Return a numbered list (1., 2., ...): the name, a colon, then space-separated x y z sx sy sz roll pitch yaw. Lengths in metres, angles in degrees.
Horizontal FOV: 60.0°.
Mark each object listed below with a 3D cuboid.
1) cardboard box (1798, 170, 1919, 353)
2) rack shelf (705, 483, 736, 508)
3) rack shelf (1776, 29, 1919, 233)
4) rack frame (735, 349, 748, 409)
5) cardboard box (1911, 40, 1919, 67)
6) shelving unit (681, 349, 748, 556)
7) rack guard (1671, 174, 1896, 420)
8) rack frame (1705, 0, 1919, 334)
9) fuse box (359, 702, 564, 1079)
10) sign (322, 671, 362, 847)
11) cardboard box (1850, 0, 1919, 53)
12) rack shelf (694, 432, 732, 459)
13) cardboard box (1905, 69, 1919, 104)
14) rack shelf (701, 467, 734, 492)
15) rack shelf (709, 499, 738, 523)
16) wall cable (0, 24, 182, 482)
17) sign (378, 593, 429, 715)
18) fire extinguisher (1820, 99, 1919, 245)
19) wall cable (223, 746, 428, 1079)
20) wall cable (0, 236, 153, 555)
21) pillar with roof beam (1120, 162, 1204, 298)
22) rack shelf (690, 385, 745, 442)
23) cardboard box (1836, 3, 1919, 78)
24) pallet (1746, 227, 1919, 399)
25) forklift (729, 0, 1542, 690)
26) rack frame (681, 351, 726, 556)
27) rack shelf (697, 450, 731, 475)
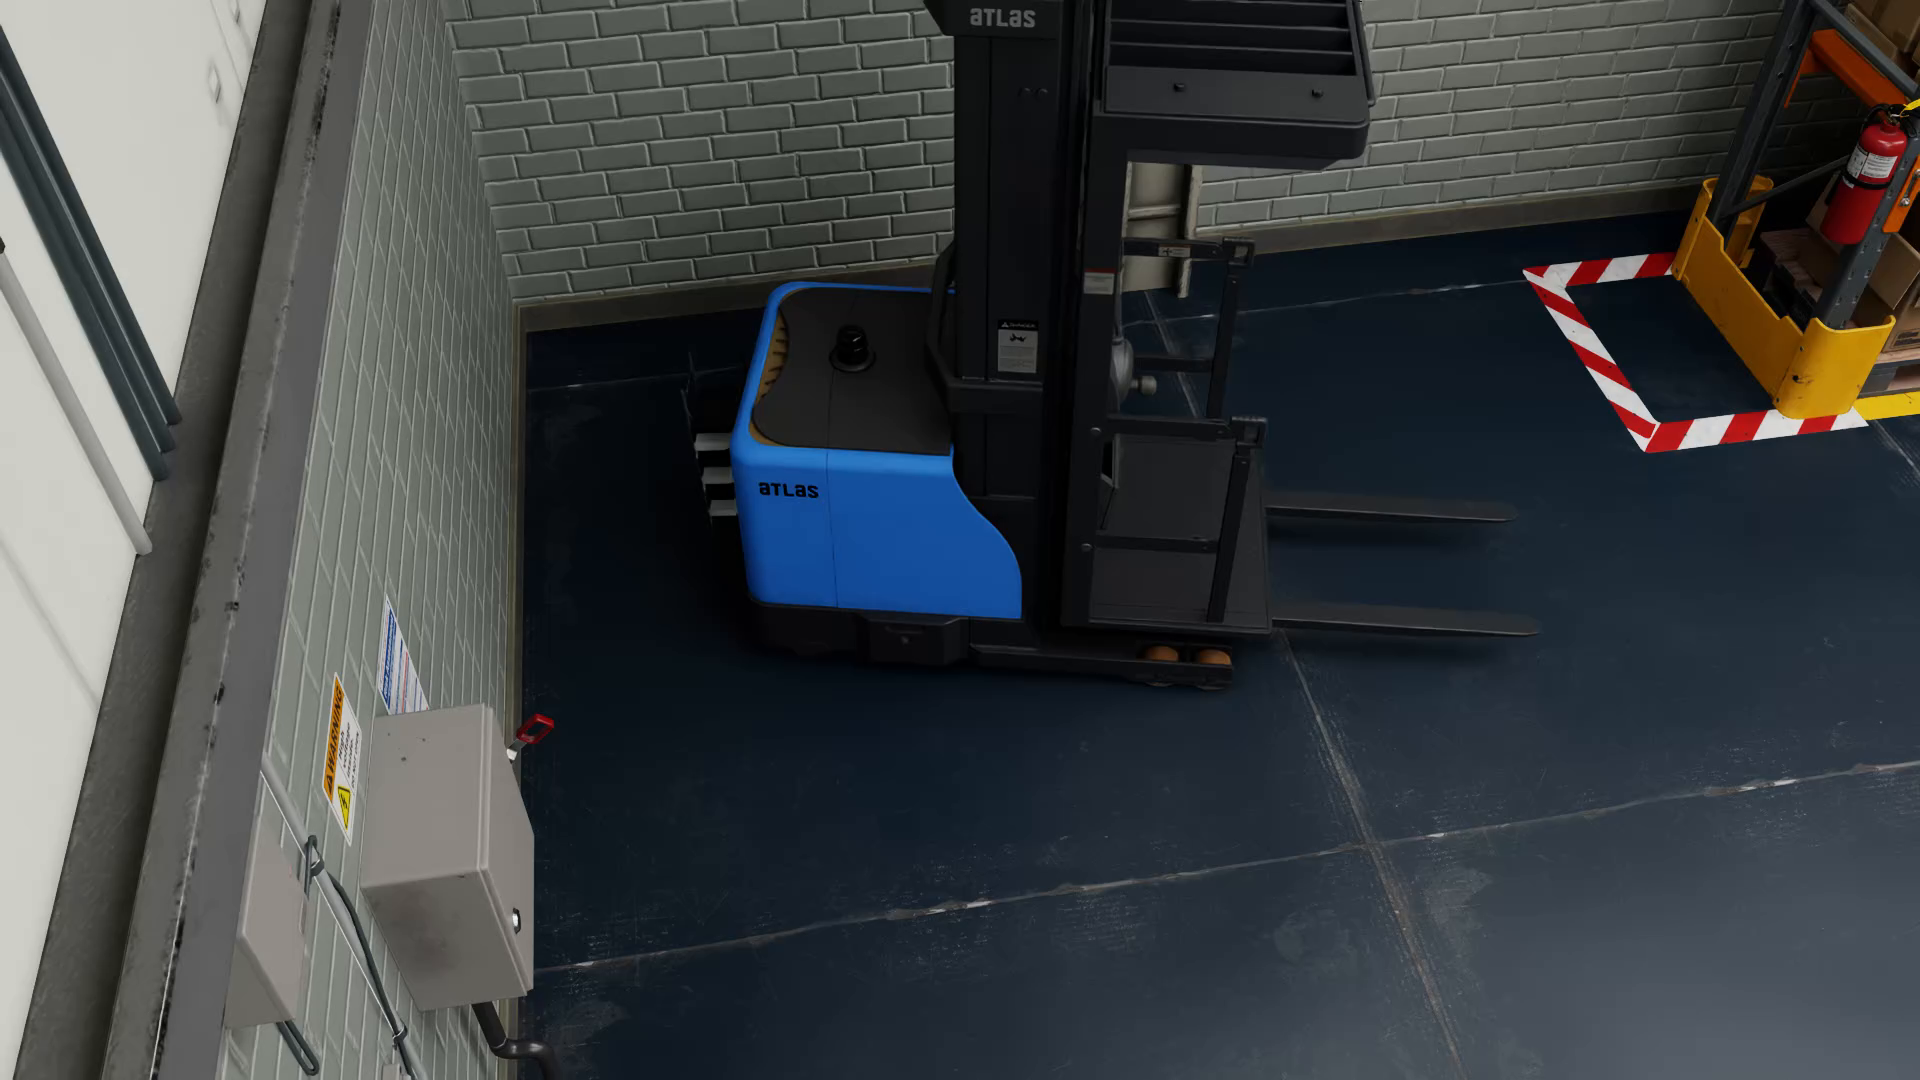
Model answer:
1. cardboard box: 4.318 -1.288 7.543 0.637 0.503 0.797 -9 47 -8
2. rack shelf: -0.912 -0.248 6.721 0.200 0.077 0.258 -2 46 2
3. rack shelf: 5.670 -1.996 7.283 4.000 0.370 1.077 -7 46 -7
4. rack frame: -0.816 -0.336 6.628 0.006 0.900 0.240 -2 46 2
5. cardboard box: 4.192 -1.916 6.604 0.500 0.250 0.500 -7 46 -7
6. shelving unit: -0.918 -0.333 6.632 0.210 0.900 0.258 -2 46 2
7. rack guard: 3.774 -1.143 7.697 0.348 0.500 1.175 -7 46 -7
8. rack frame: 3.699 -2.000 6.788 0.127 3.000 1.000 -7 46 -7
9. fuse box: -1.218 1.169 4.629 0.414 1.711 0.539 -7 46 -7
10. sign: -1.412 0.500 3.805 0.001 0.242 0.339 -7 46 -7
11. cardboard box: 4.107 -2.296 6.970 0.500 0.250 0.500 -6 46 -6
12. rack shelf: -0.925 -0.435 6.527 0.200 0.077 0.258 -2 46 2
13. cardboard box: 4.070 -1.759 6.729 0.250 0.149 0.380 -7 47 -7
14. rack shelf: -0.916 -0.310 6.656 0.200 0.077 0.258 -2 46 2
15. rack shelf: -0.907 -0.185 6.786 0.200 0.077 0.258 -2 46 2
16. wall cable: -1.571 -2.190 2.779 0.133 3.039 2.988 -7 46 -7
17. sign: -1.506 0.430 4.512 0.001 0.494 0.329 -7 46 -7
18. fire extinguisher: 3.633 -1.498 6.616 0.183 0.674 0.296 -7 46 -7
19. wall cable: -1.257 0.873 3.314 0.122 1.984 0.588 -7 46 -7
20. wall cable: -1.134 -0.196 0.883 0.029 3.000 2.355 -7 46 -7
21. pillar with roof beam: 1.622 -1.336 1.981 0.400 9.000 9.100 -7 46 -7
22. rack shelf: -0.930 -0.497 6.462 0.200 0.077 0.258 -2 46 2
23. cardboard box: 3.980 -2.144 7.101 0.250 0.149 0.380 -8 47 -7
24. pallet: 4.559 -1.141 7.896 1.213 0.211 1.003 -7 46 -7
25. forklift: 0.722 -0.843 5.720 3.031 2.935 1.130 3 46 3
26. rack frame: -1.020 -0.330 6.637 0.006 0.900 0.240 -2 46 2
27. rack shelf: -0.921 -0.372 6.592 0.200 0.077 0.258 -2 46 2
